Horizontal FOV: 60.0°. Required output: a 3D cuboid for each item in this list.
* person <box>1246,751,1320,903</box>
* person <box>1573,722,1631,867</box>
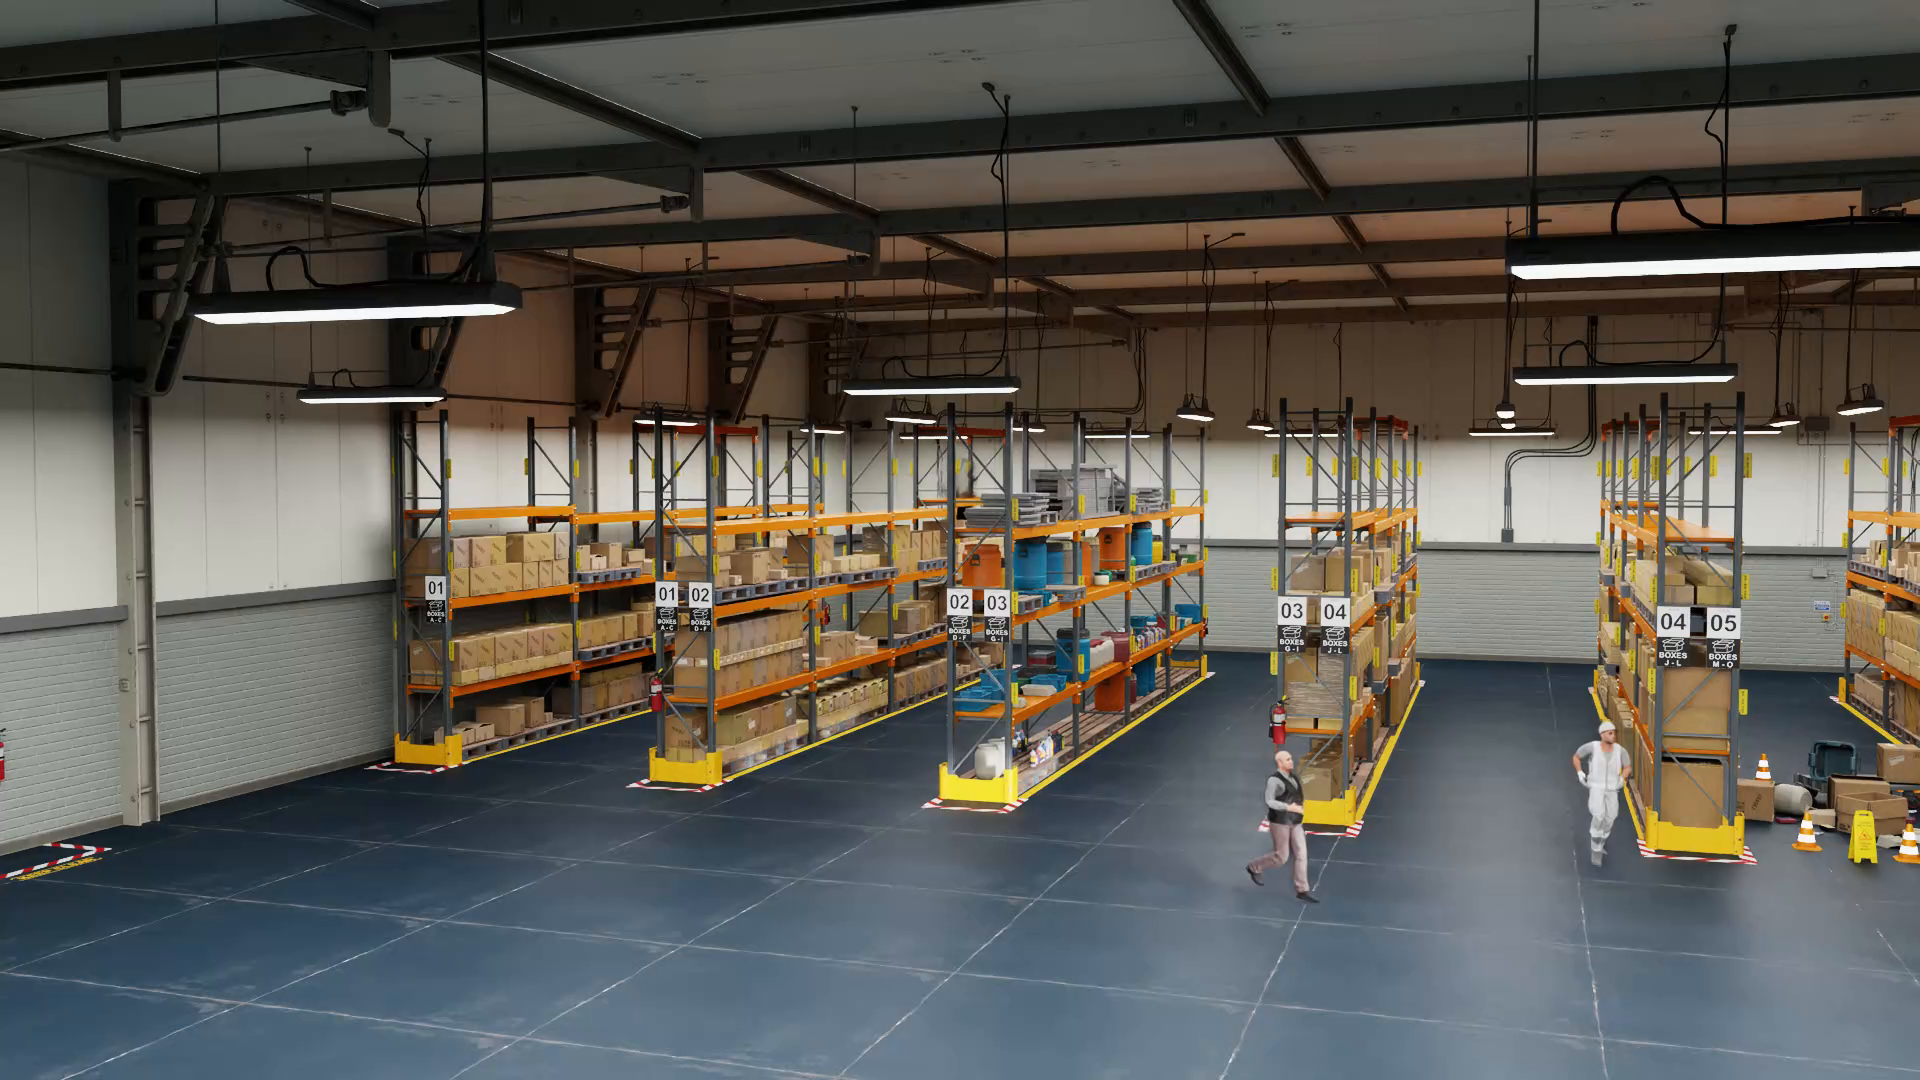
[{"bbox_3d":[3.767,3.308,19.327,0.935,1.718,0.661,2,3,44],"label":"person"},{"bbox_3d":[8.206,3.210,21.185,0.669,1.808,0.695,0,2,5],"label":"person"}]
